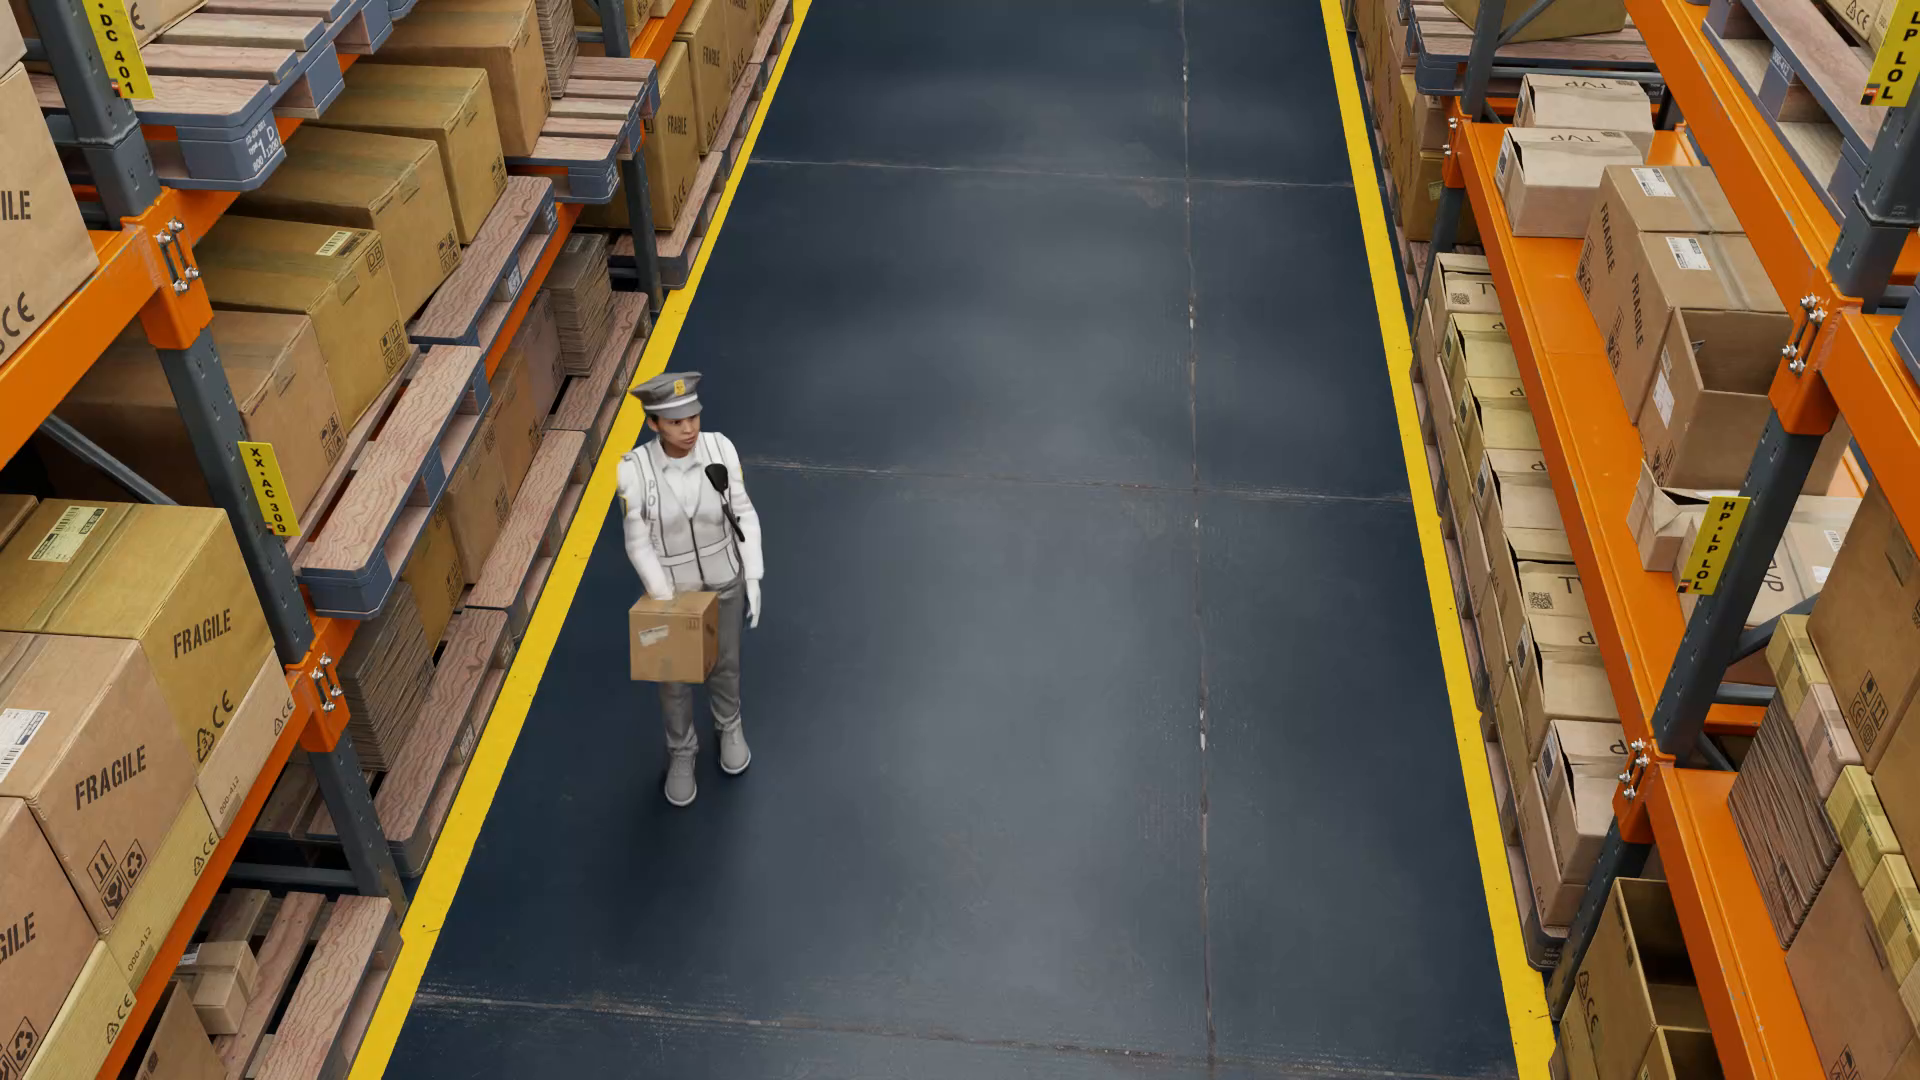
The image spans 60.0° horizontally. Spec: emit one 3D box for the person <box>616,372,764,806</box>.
[{"bbox_3d":[-0.945,0.165,5.929,0.527,1.703,0.514,-19,44,-21],"label":"person"}]
